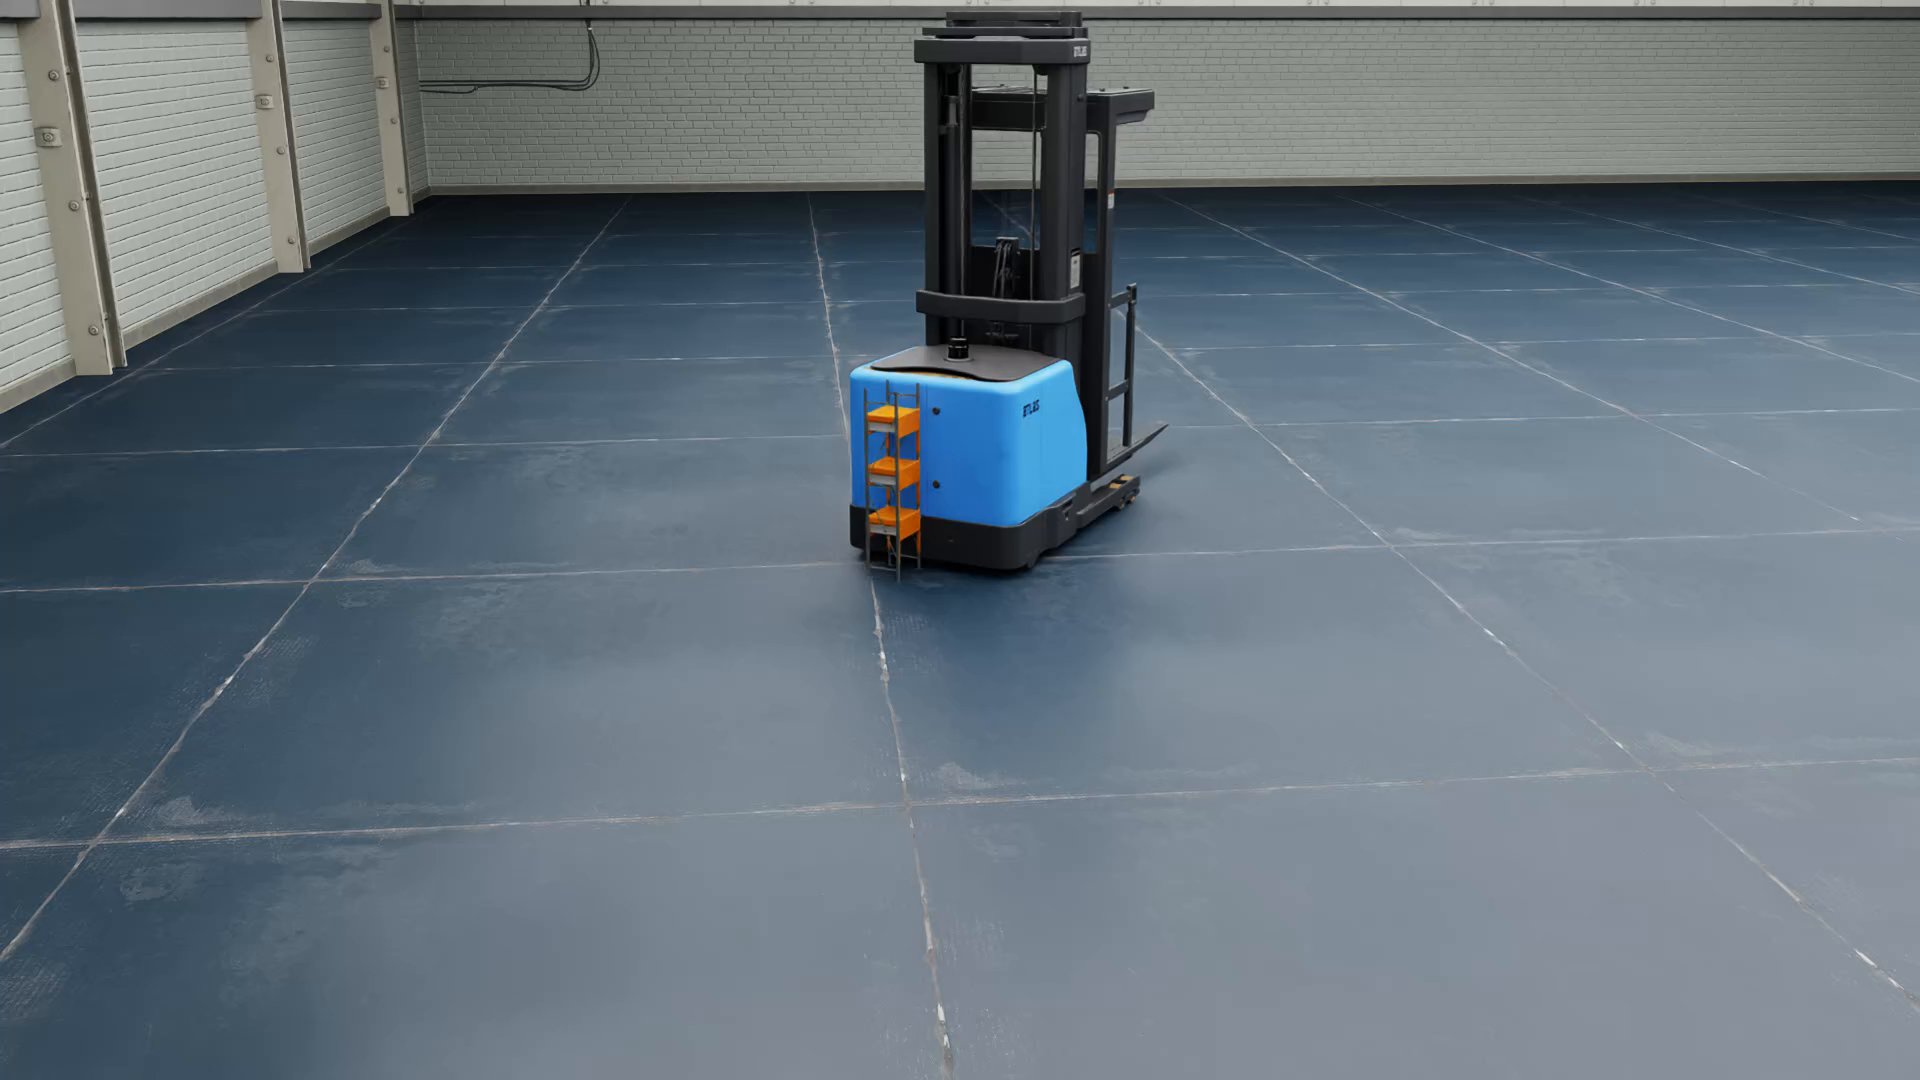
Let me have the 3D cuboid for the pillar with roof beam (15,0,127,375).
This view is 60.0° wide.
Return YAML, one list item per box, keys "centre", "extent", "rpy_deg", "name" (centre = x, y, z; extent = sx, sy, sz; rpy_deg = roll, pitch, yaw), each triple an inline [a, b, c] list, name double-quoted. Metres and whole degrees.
- centre: [-3.129, -5.889, 13.412]
  extent: [9.100, 9.000, 0.400]
  rpy_deg: [-2, 18, -6]
  name: "pillar with roof beam"

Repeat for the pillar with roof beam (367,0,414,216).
- centre: [-4.367, -9.464, 24.800]
  extent: [9.100, 9.000, 0.400]
  rpy_deg: [-2, 18, -6]
  name: "pillar with roof beam"

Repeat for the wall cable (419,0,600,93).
- centre: [-7.638, -8.768, 27.767]
  extent: [3.097, 2.526, 0.112]
  rpy_deg: [-2, 18, -6]
  name: "wall cable"

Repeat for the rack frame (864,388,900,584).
- centre: [-0.413, -0.279, 8.814]
  extent: [0.200, 1.050, 0.008]
  rpy_deg: [8, 19, 25]
  name: "rack frame"

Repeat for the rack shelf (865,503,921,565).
- centre: [-0.360, -0.037, 9.005]
  extent: [0.215, 0.259, 0.240]
  rpy_deg: [8, 19, 25]
  name: "rack shelf"

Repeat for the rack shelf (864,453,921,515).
- centre: [-0.360, -0.302, 8.922]
  extent: [0.215, 0.259, 0.240]
  rpy_deg: [8, 19, 25]
  name: "rack shelf"

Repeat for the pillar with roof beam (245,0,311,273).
- centre: [-3.748, -7.677, 19.106]
  extent: [9.100, 9.000, 0.400]
  rpy_deg: [-2, 18, -6]
  name: "pillar with roof beam"

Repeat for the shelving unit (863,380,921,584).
- centre: [-0.360, -0.312, 8.919]
  extent: [0.215, 1.050, 0.252]
  rpy_deg: [8, 19, 25]
  name: "shelving unit"

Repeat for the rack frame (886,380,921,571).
- centre: [-0.306, -0.345, 9.024]
  extent: [0.200, 1.050, 0.008]
  rpy_deg: [8, 19, 25]
  name: "rack frame"

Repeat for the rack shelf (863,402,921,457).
- centre: [-0.360, -0.573, 8.837]
  extent: [0.215, 0.259, 0.240]
  rpy_deg: [8, 19, 25]
  name: "rack shelf"

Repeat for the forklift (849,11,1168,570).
- centre: [0.479, -1.635, 9.993]
  extent: [1.130, 2.935, 3.031]
  rpy_deg: [8, 19, 25]
  name: "forklift"
